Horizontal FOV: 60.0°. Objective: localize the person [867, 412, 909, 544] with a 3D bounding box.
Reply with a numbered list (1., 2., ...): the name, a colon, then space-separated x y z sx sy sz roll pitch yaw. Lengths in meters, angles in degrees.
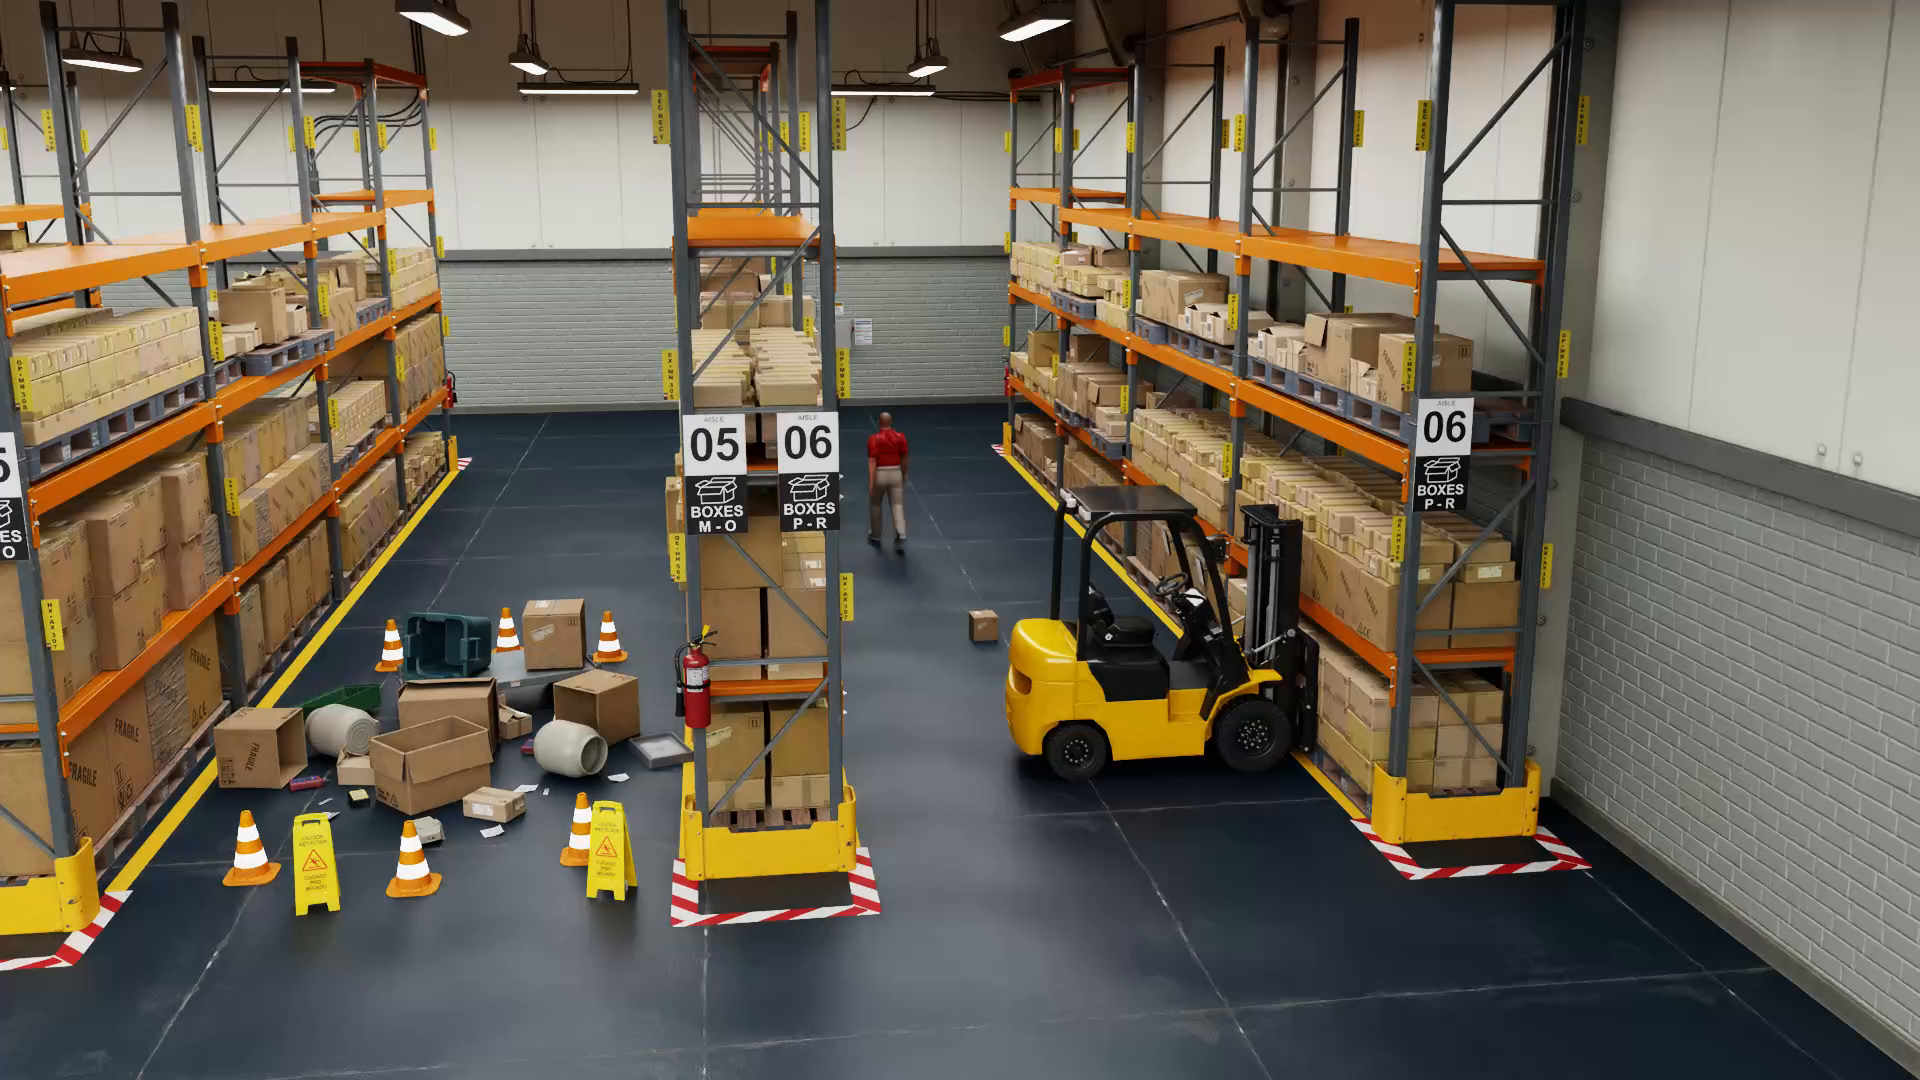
1. person: -0.909 -0.777 20.859 0.552 1.681 0.985 -4 14 -17
